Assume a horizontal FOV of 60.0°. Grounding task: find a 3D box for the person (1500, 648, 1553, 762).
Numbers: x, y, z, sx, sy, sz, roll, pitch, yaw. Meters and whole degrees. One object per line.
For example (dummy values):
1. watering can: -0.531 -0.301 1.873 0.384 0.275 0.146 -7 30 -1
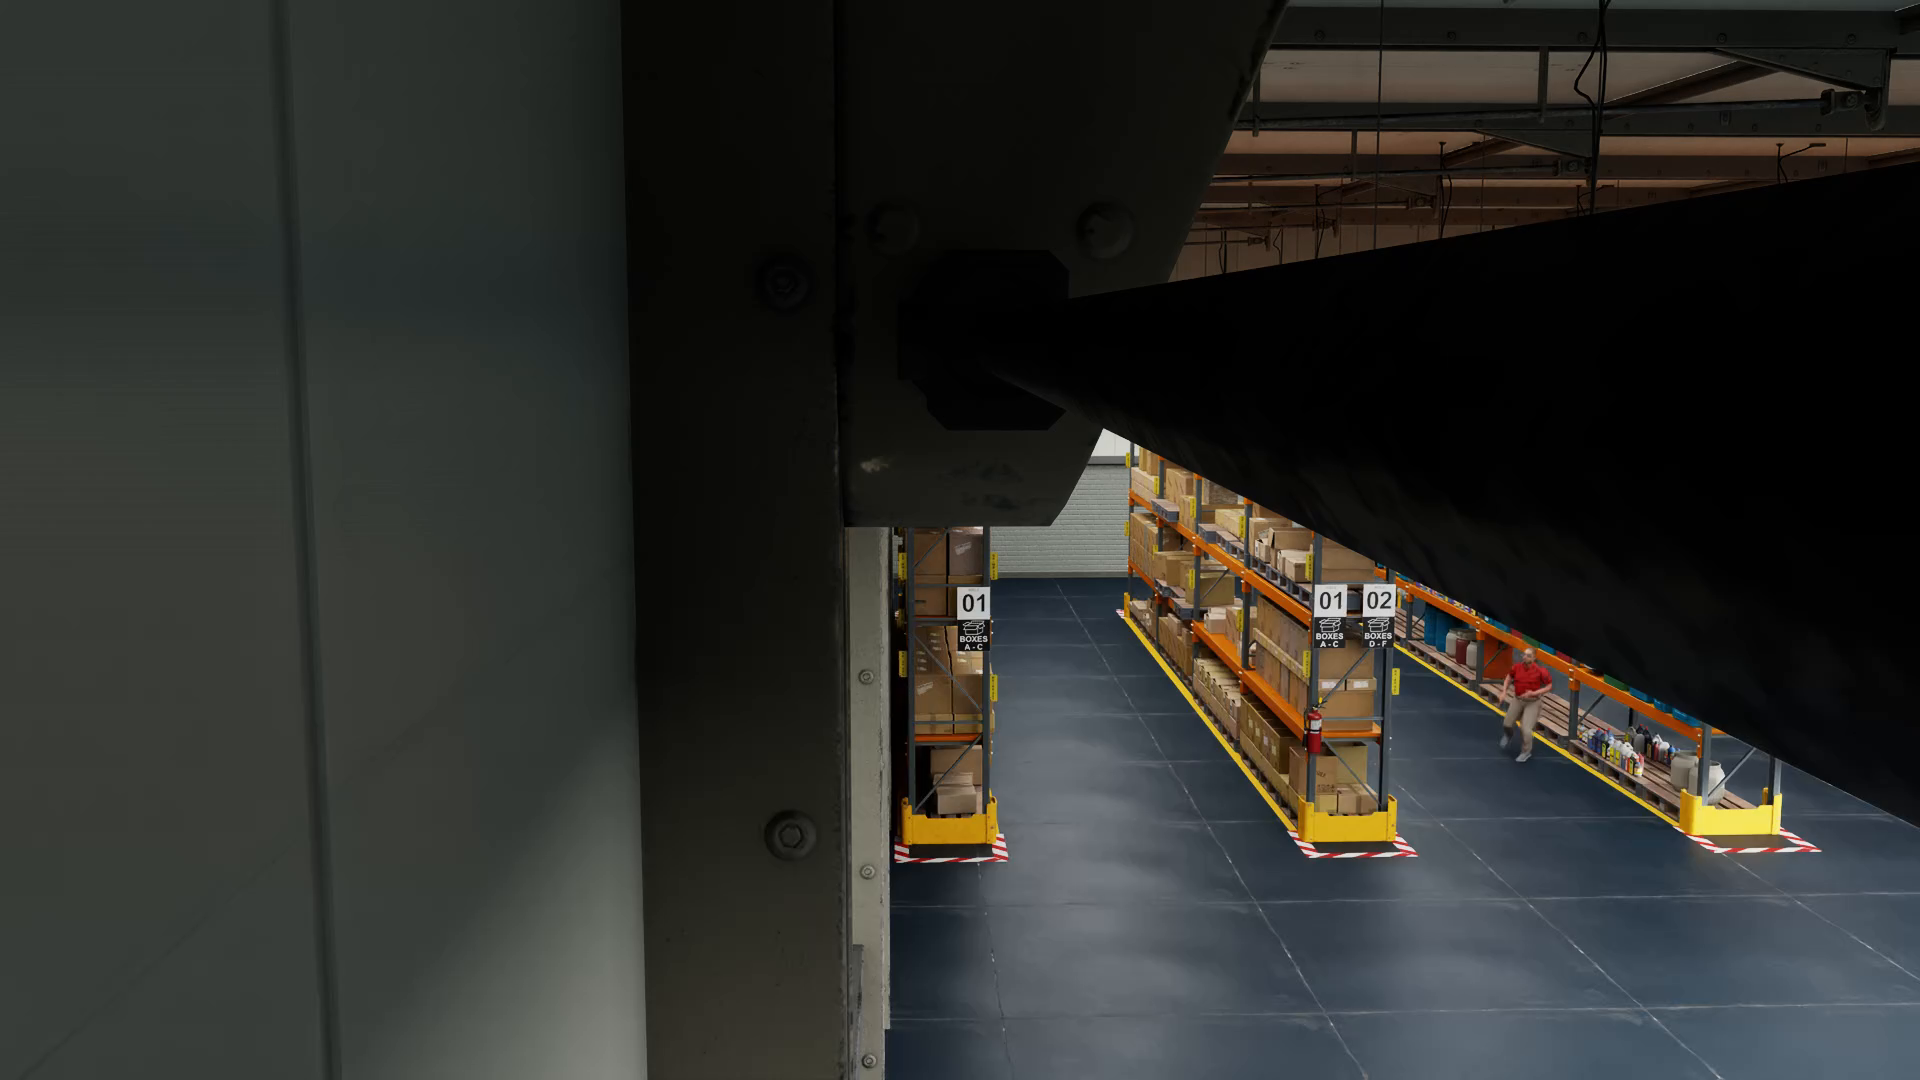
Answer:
1. person: 8.304 2.406 24.414 0.785 1.696 0.537 5 9 35
